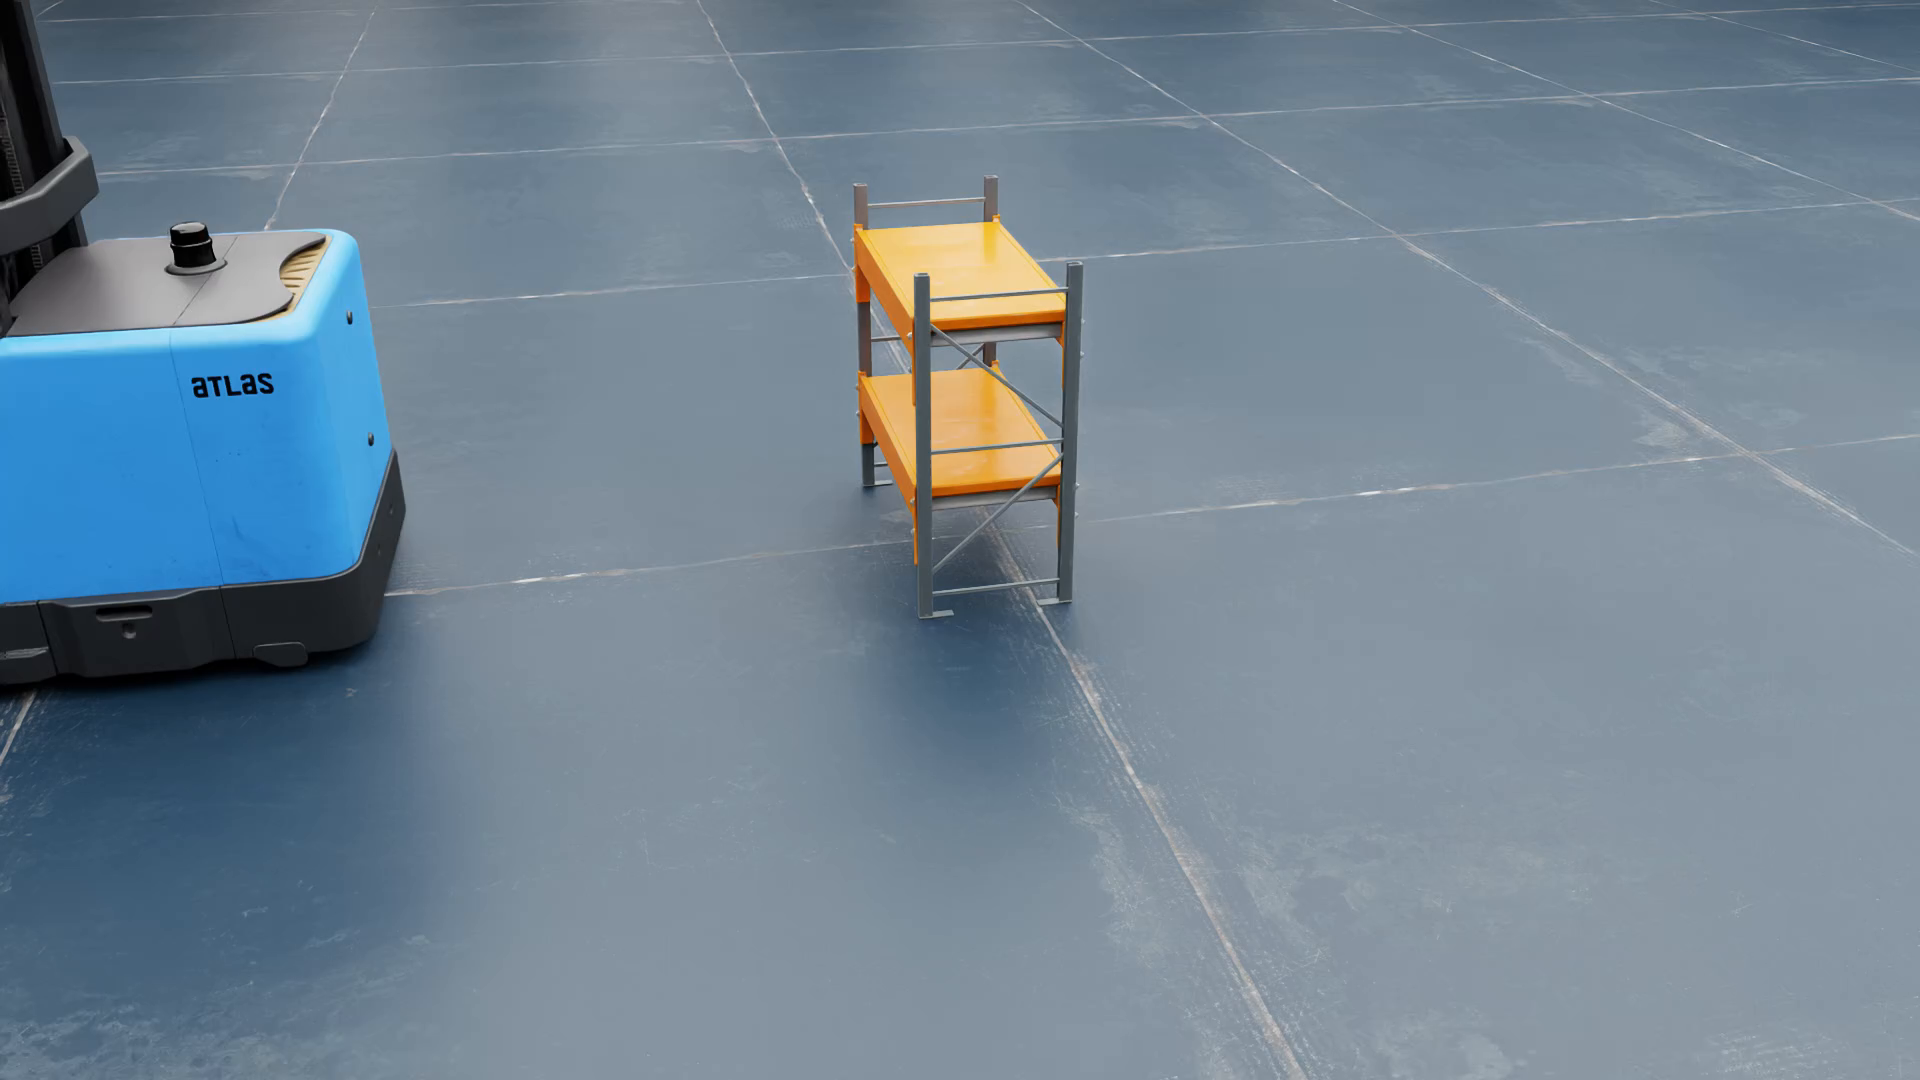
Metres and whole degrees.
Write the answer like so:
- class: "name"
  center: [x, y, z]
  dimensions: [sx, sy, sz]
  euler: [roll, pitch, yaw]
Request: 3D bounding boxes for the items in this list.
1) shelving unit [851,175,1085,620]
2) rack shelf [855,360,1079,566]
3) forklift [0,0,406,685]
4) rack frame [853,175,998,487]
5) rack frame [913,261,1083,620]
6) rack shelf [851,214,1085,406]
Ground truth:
- class: "shelving unit"
  center: [-0.002, -0.505, 5.502]
  dimensions: [0.538, 1.125, 1.048]
  euler: [-6, 27, -12]
- class: "rack shelf"
  center: [-0.002, -0.287, 5.613]
  dimensions: [0.538, 0.278, 1.000]
  euler: [-6, 27, -12]
- class: "forklift"
  center: [-3.342, -1.034, 4.546]
  dimensions: [3.031, 2.935, 1.130]
  euler: [-5, 27, -9]
- class: "rack frame"
  center: [-0.116, -0.728, 5.945]
  dimensions: [0.500, 1.125, 0.032]
  euler: [-6, 27, -12]
- class: "rack frame"
  center: [0.113, -0.282, 5.060]
  dimensions: [0.500, 1.125, 0.032]
  euler: [-6, 27, -12]
- class: "rack shelf"
  center: [-0.002, -0.766, 5.371]
  dimensions: [0.538, 0.278, 1.000]
  euler: [-6, 27, -12]
